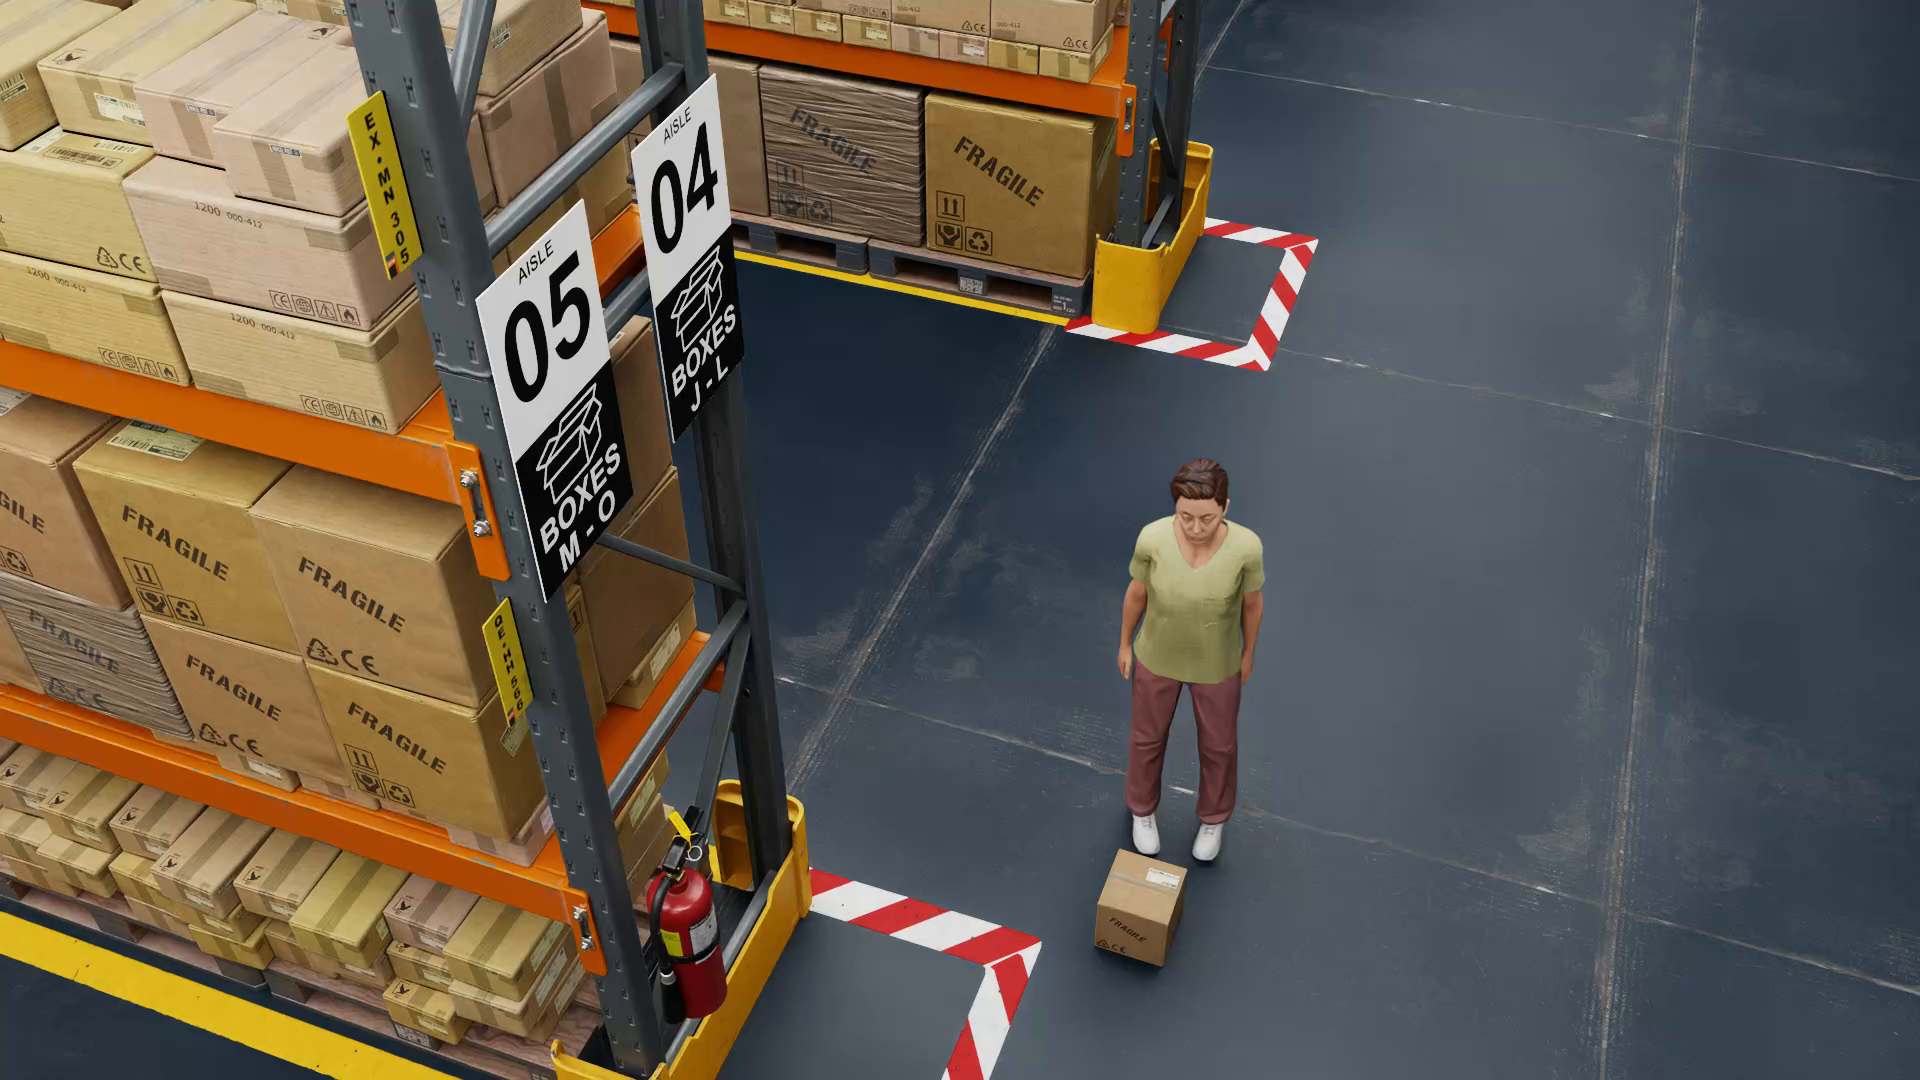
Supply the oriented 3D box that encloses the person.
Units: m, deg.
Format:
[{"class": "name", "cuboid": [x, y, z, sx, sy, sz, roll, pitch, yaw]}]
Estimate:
[{"class": "person", "cuboid": [0.776, 0.422, 5.669, 0.478, 1.676, 0.399, 9, 42, 10]}]
